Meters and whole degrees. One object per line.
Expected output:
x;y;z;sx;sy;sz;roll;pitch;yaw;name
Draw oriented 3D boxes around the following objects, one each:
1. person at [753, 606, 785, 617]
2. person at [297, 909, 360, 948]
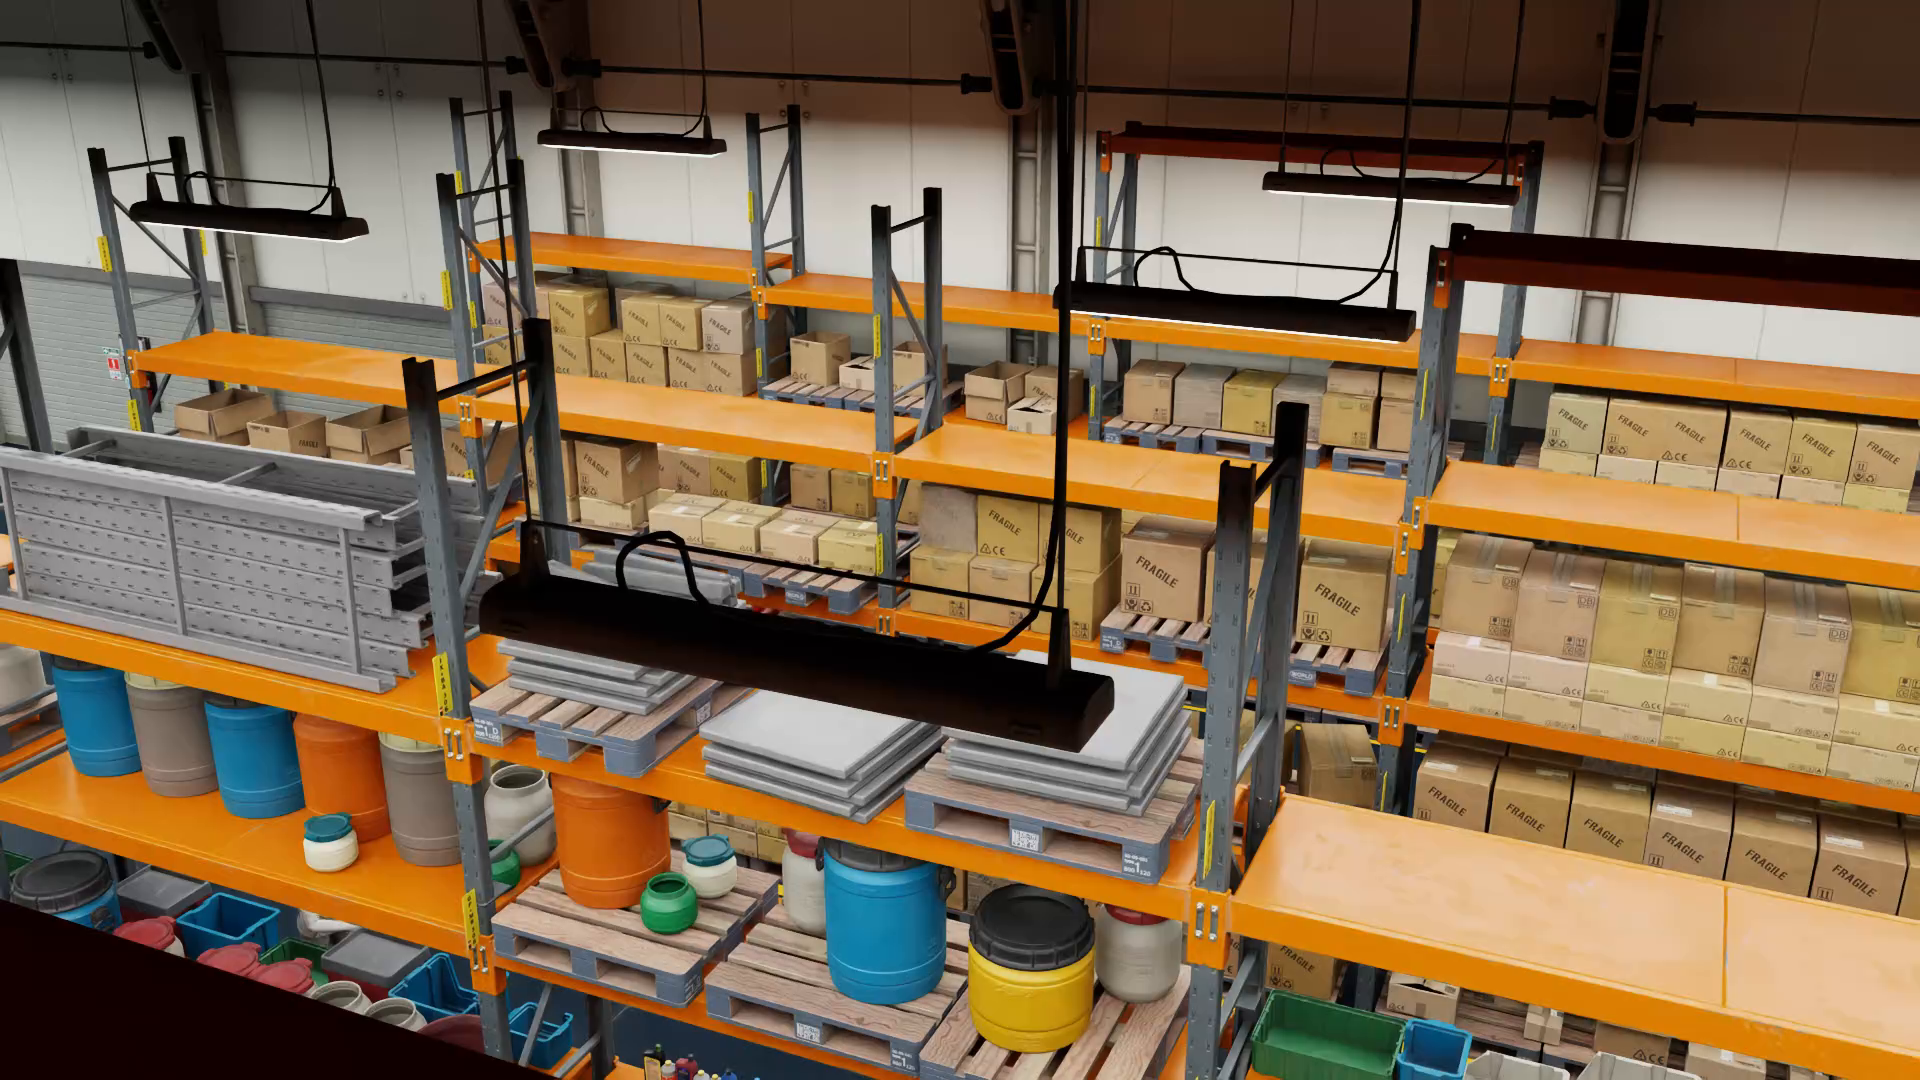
-2.172;0.924;17.858;0.780;1.732;0.566;0;21;-1;person
-4.779;2.942;12.617;0.719;1.588;0.568;10;23;24;person
